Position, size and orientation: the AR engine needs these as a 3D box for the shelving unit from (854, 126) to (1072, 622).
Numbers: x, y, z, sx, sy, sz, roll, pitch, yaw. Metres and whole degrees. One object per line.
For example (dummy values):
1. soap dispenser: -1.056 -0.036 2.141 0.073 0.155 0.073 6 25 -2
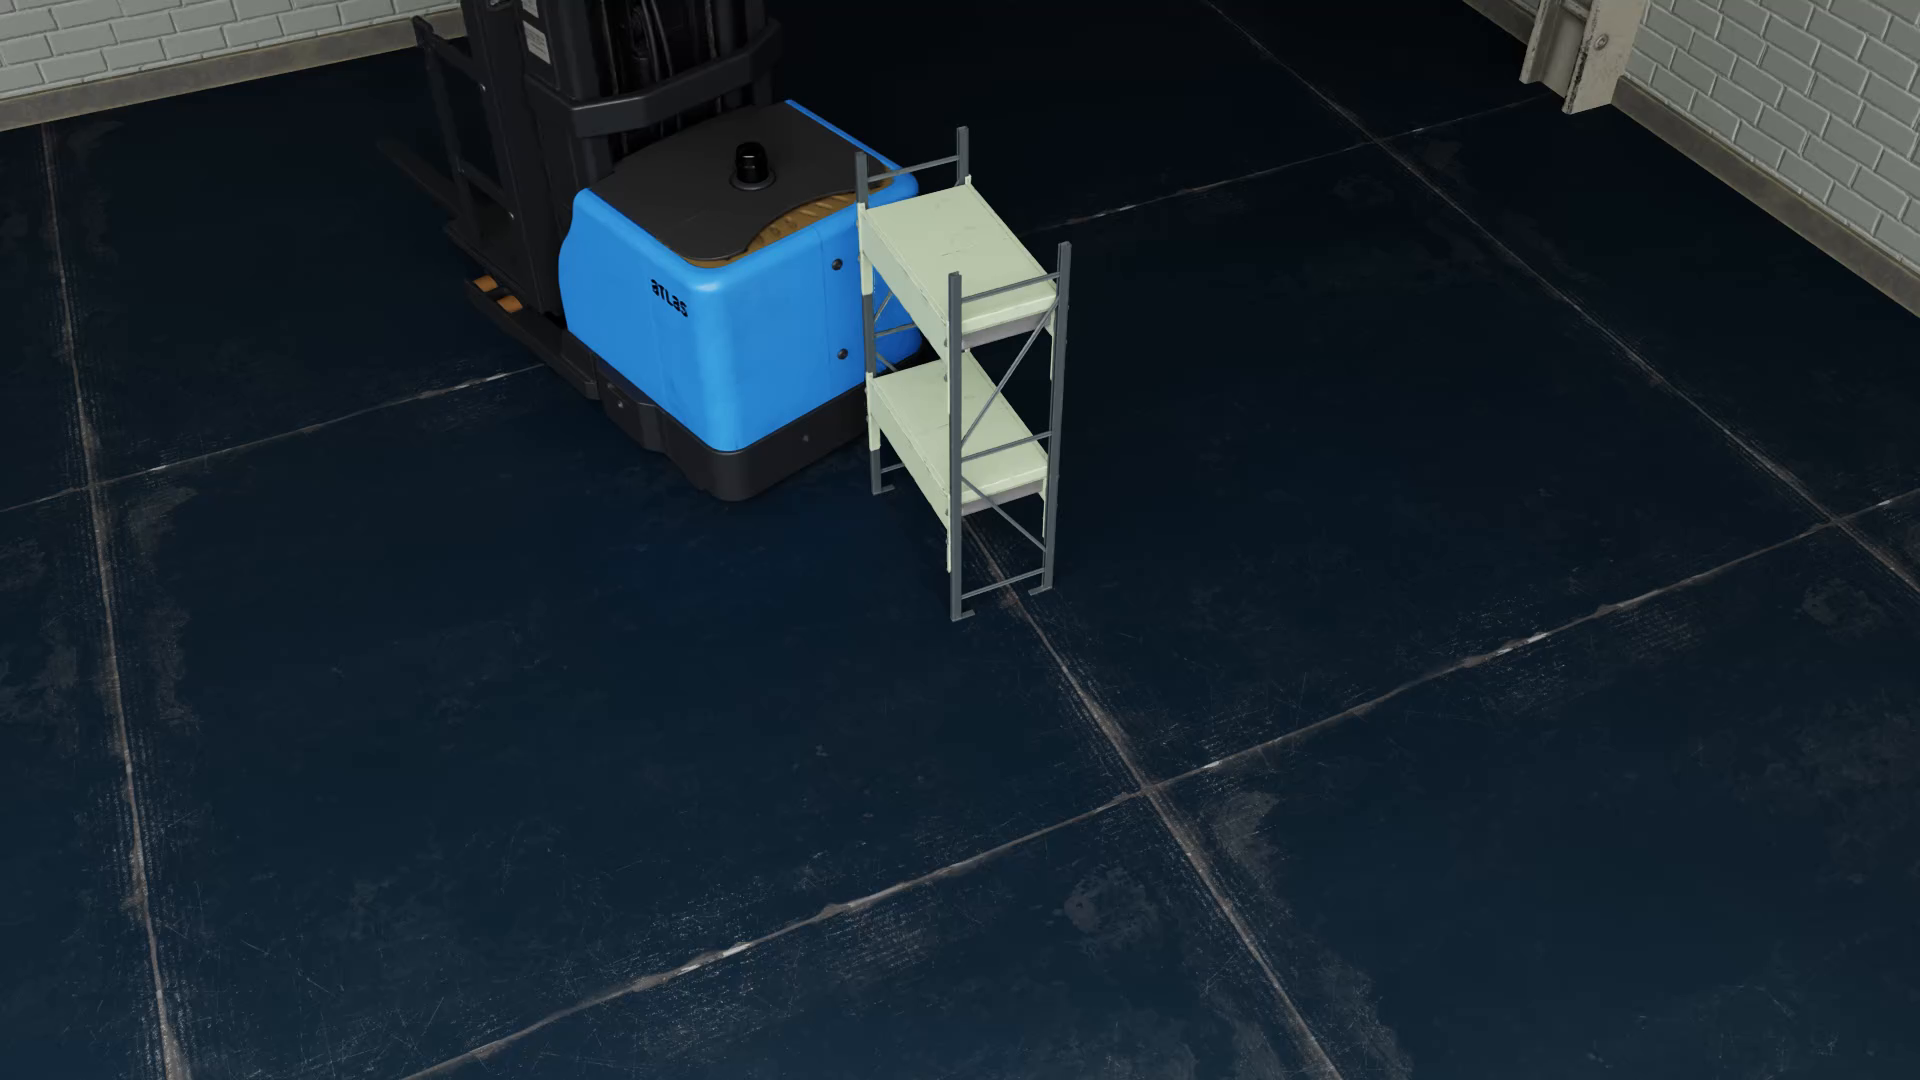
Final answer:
1. shelving unit: -0.003 -0.538 5.728 0.431 1.500 0.755 -18 47 -17

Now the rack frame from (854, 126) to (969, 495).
1. rack frame: -0.157 -0.771 5.964 0.400 1.500 0.023 -18 47 -17

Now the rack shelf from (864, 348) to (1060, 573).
1. rack shelf: -0.003 -0.306 5.957 0.431 0.370 0.720 -18 47 -17

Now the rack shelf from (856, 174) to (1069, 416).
1. rack shelf: -0.003 -0.816 5.453 0.431 0.370 0.720 -18 47 -17

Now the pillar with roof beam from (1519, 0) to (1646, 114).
1. pillar with roof beam: -0.764 -4.261 4.162 9.100 9.000 0.400 -18 47 -17

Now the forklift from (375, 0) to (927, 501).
1. forklift: -1.497 -2.141 6.333 1.130 2.935 3.031 -33 53 -29

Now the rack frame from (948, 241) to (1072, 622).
1. rack frame: 0.151 -0.305 5.491 0.400 1.500 0.023 -18 47 -17
